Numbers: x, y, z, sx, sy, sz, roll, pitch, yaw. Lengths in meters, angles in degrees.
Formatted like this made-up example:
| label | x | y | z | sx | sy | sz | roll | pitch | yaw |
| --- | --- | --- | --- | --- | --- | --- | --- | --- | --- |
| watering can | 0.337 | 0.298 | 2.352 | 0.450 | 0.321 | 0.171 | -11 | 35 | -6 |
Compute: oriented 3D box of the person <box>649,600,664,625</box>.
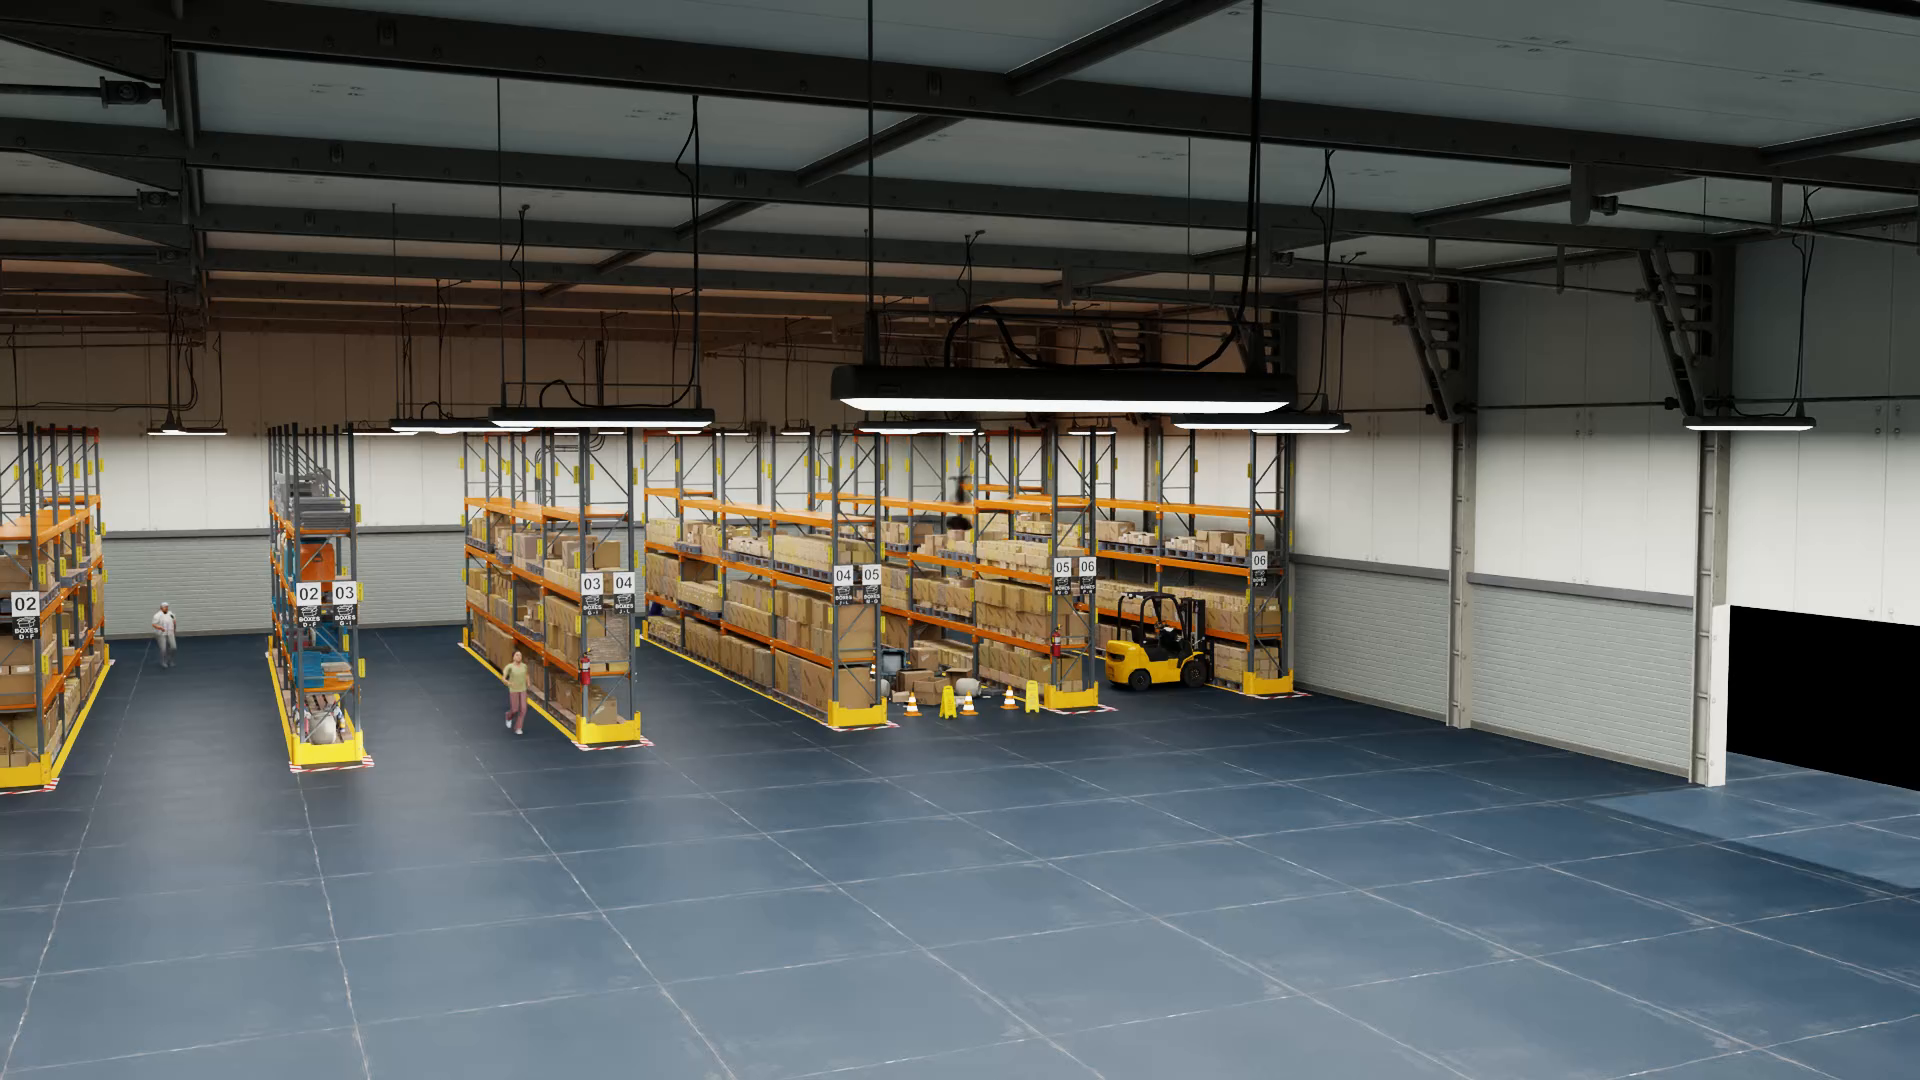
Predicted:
| label | x | y | z | sx | sy | sz | roll | pitch | yaw |
| --- | --- | --- | --- | --- | --- | --- | --- | --- | --- |
| person | -8.922 | 1.934 | 49.162 | 0.708 | 1.714 | 0.684 | -1 | 4 | -19 |

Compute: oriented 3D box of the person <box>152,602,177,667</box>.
| label | x | y | z | sx | sy | sz | roll | pitch | yaw |
| --- | --- | --- | --- | --- | --- | --- | --- | --- | --- |
| person | -19.799 | 2.374 | 41.455 | 0.604 | 1.647 | 0.622 | -3 | 5 | -40 |

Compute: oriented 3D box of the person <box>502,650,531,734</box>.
| label | x | y | z | sx | sy | sz | roll | pitch | yaw |
| --- | --- | --- | --- | --- | --- | --- | --- | --- | --- |
| person | -8.608 | 2.934 | 32.280 | 0.573 | 1.626 | 0.619 | -3 | 4 | -38 |
